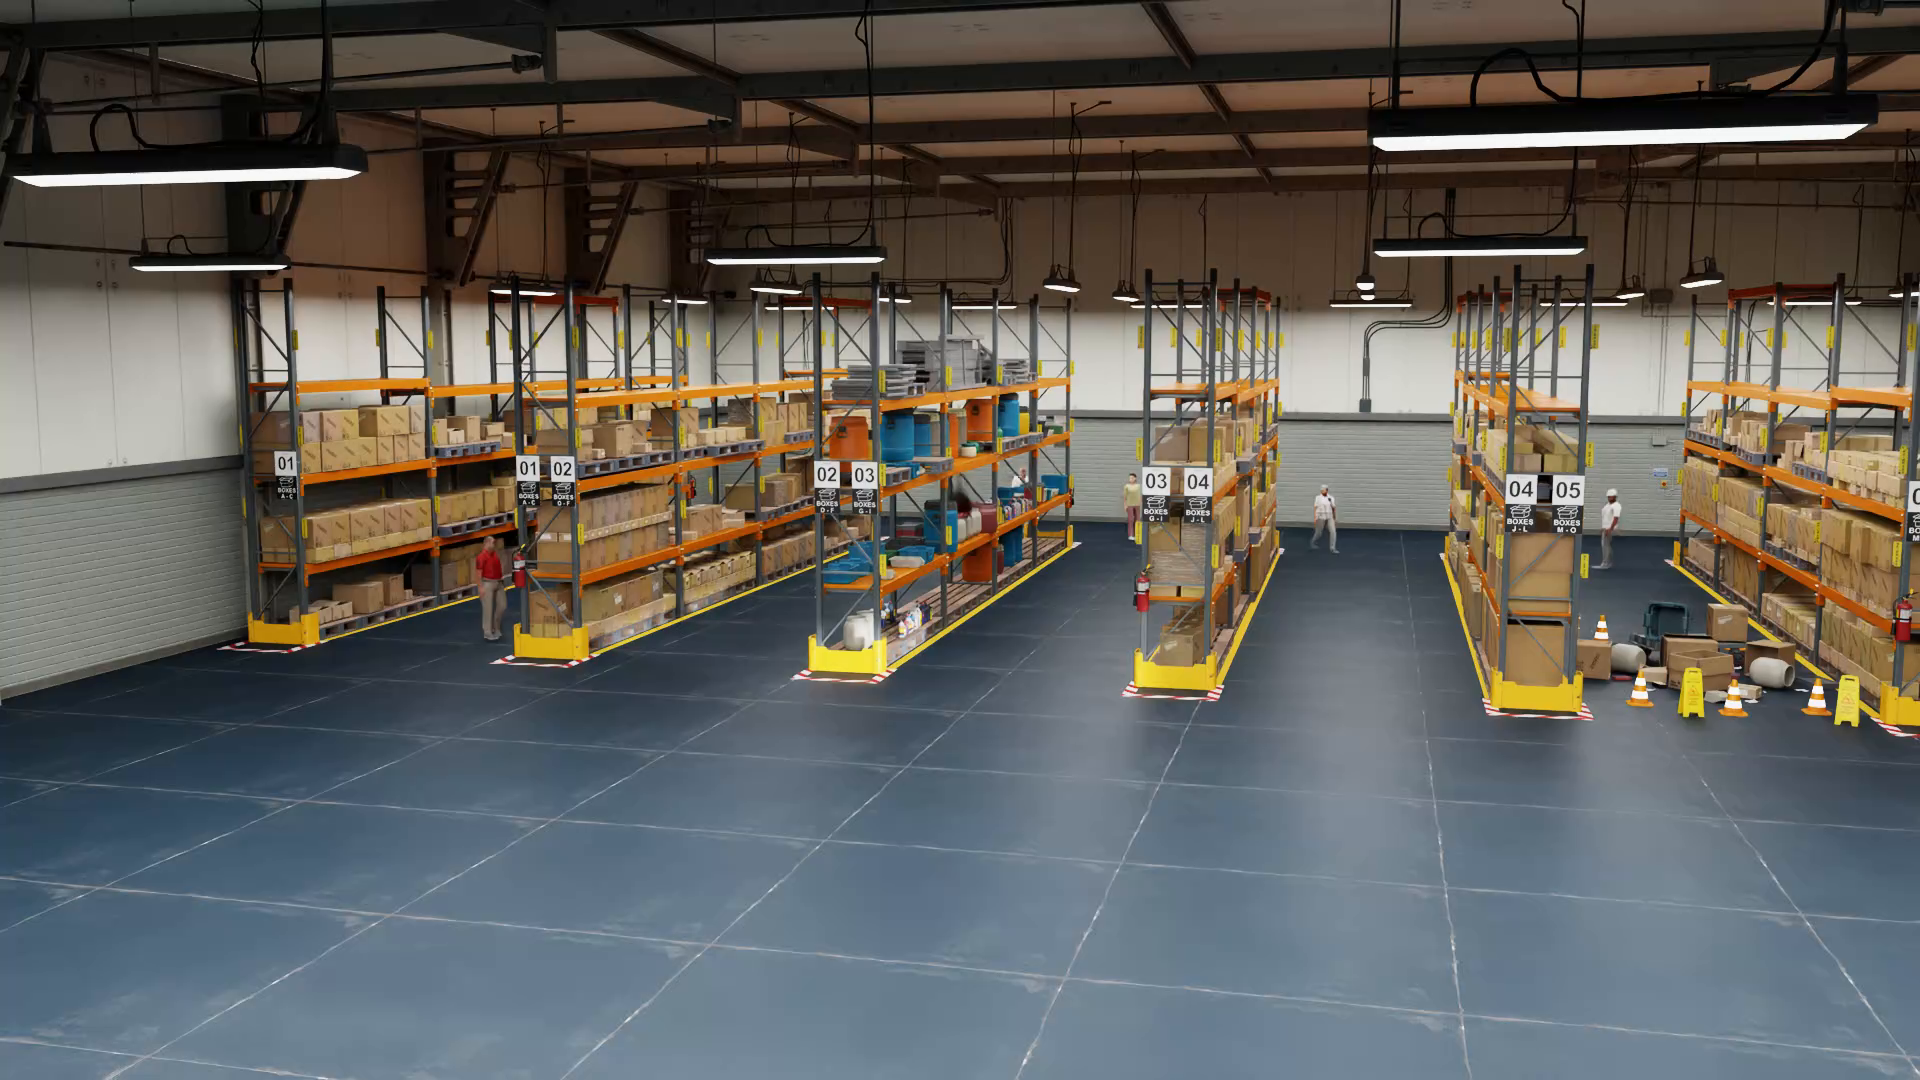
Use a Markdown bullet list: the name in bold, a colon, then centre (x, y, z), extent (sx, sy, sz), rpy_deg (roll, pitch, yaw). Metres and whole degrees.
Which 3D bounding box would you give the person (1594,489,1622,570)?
- **person**: centre (14.220, -0.209, 36.504), extent (0.511, 1.820, 0.620), rpy_deg (2, 7, 16)

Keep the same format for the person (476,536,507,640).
- **person**: centre (-7.915, 0.805, 28.051), extent (0.513, 1.757, 0.605), rpy_deg (4, 8, 29)

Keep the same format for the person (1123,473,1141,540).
- **person**: centre (4.352, -0.820, 41.788), extent (0.465, 1.705, 0.486), rpy_deg (-2, 7, -19)

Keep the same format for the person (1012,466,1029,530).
- **person**: centre (1.588, -1.054, 43.201), extent (0.643, 1.737, 0.935), rpy_deg (-6, 9, -42)

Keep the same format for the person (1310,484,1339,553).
- **person**: centre (8.599, -0.510, 39.234), extent (0.593, 1.604, 0.858), rpy_deg (-2, 7, -13)
